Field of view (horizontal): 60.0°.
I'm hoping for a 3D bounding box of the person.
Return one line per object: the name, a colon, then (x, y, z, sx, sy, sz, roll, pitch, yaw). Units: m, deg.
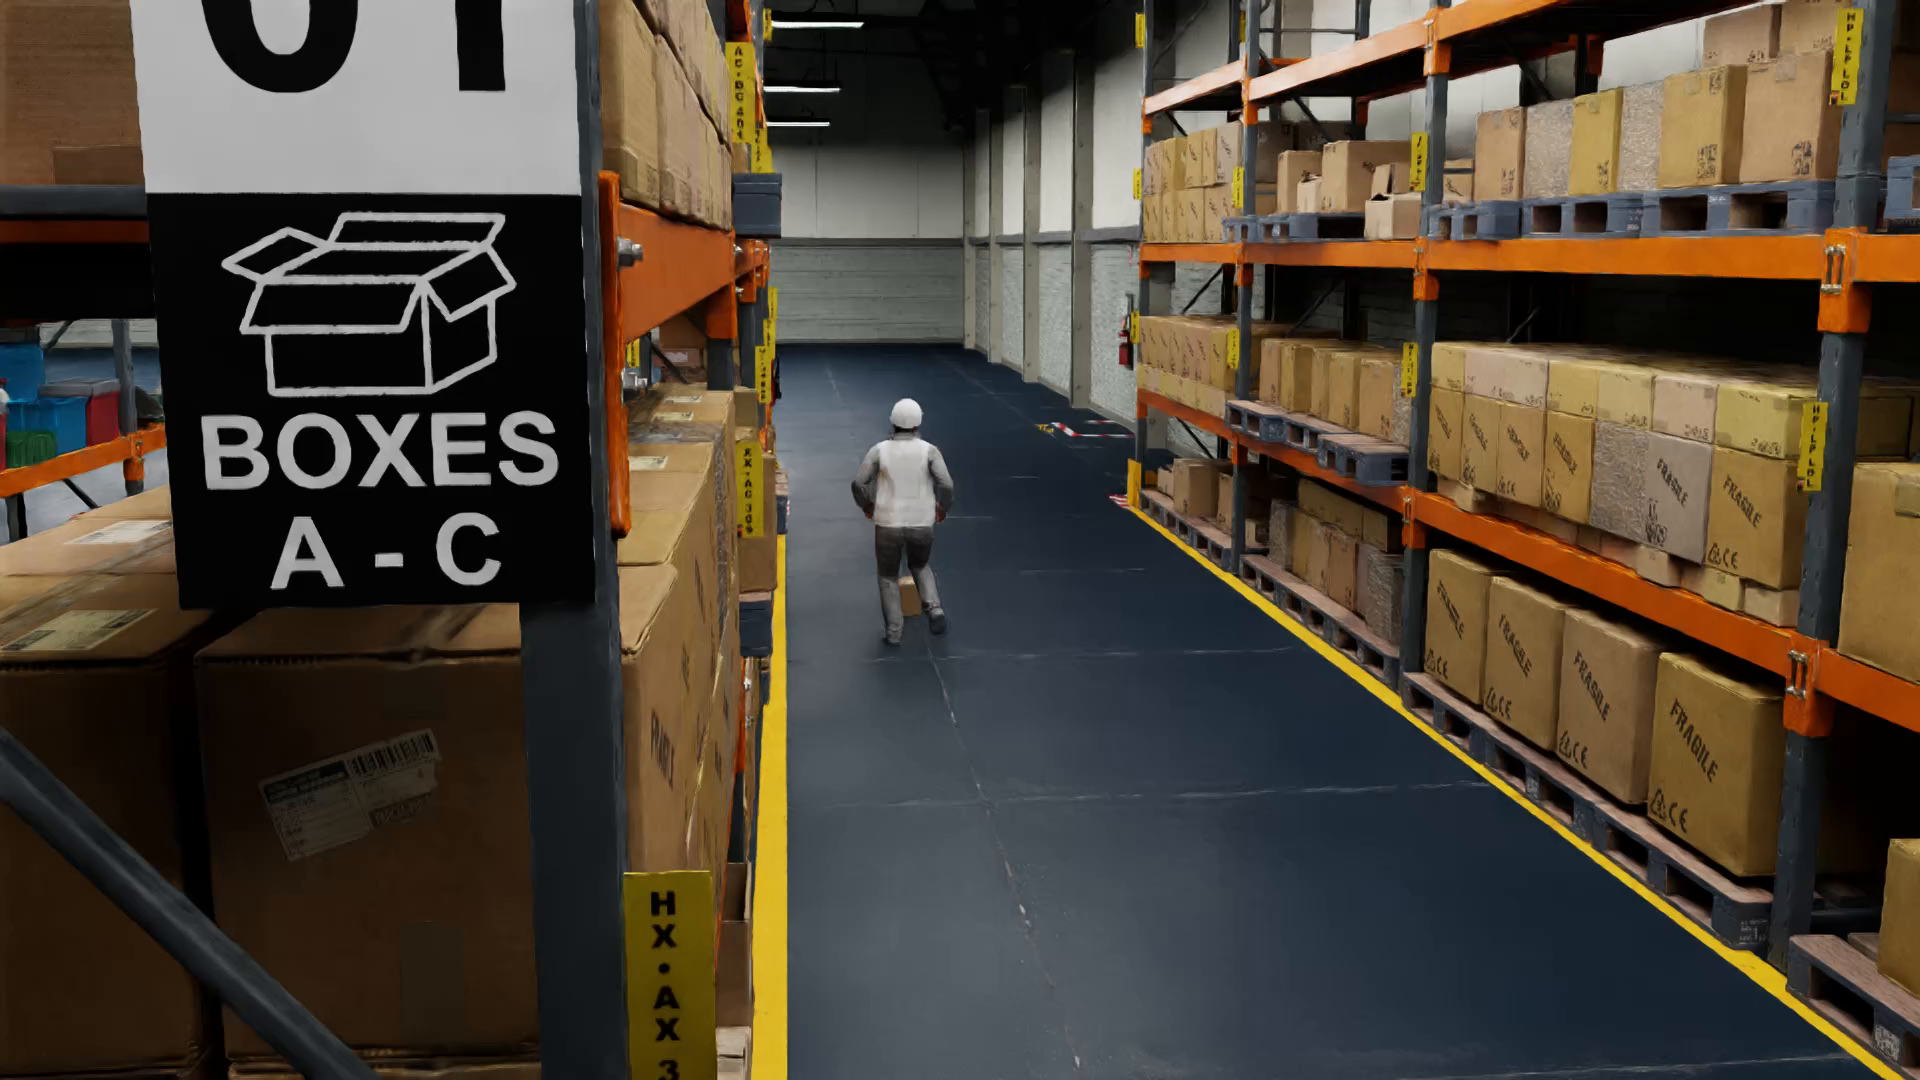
person: (-0.422, -0.137, 11.721, 0.702, 1.744, 0.507, -2, 10, -13)
